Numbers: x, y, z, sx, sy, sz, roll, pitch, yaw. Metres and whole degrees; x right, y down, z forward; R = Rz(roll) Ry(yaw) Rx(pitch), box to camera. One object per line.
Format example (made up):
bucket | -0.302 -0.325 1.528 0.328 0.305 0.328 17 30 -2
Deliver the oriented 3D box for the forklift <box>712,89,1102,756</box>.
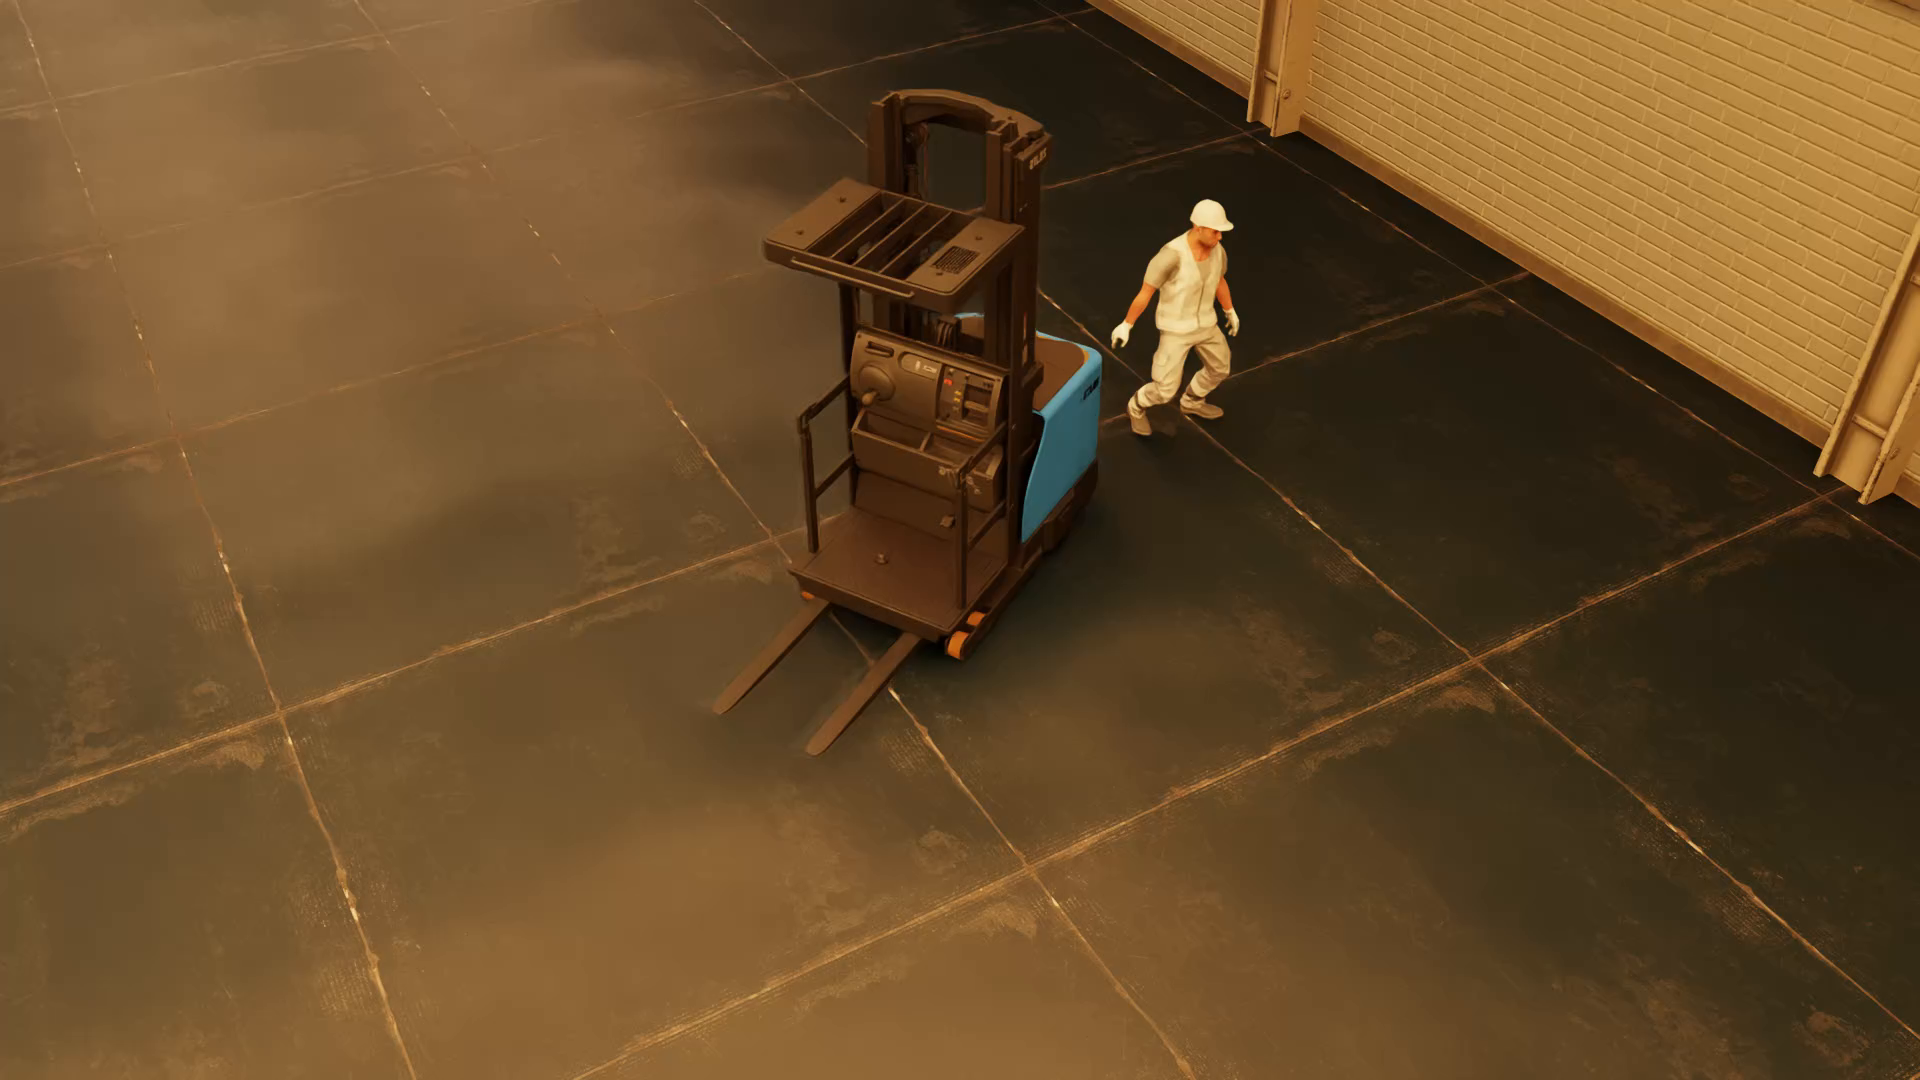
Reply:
forklift | -0.292 -0.780 8.977 1.130 2.935 3.031 20 44 22

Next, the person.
person | 1.402 -1.411 10.703 0.907 1.695 0.469 -19 43 -21
